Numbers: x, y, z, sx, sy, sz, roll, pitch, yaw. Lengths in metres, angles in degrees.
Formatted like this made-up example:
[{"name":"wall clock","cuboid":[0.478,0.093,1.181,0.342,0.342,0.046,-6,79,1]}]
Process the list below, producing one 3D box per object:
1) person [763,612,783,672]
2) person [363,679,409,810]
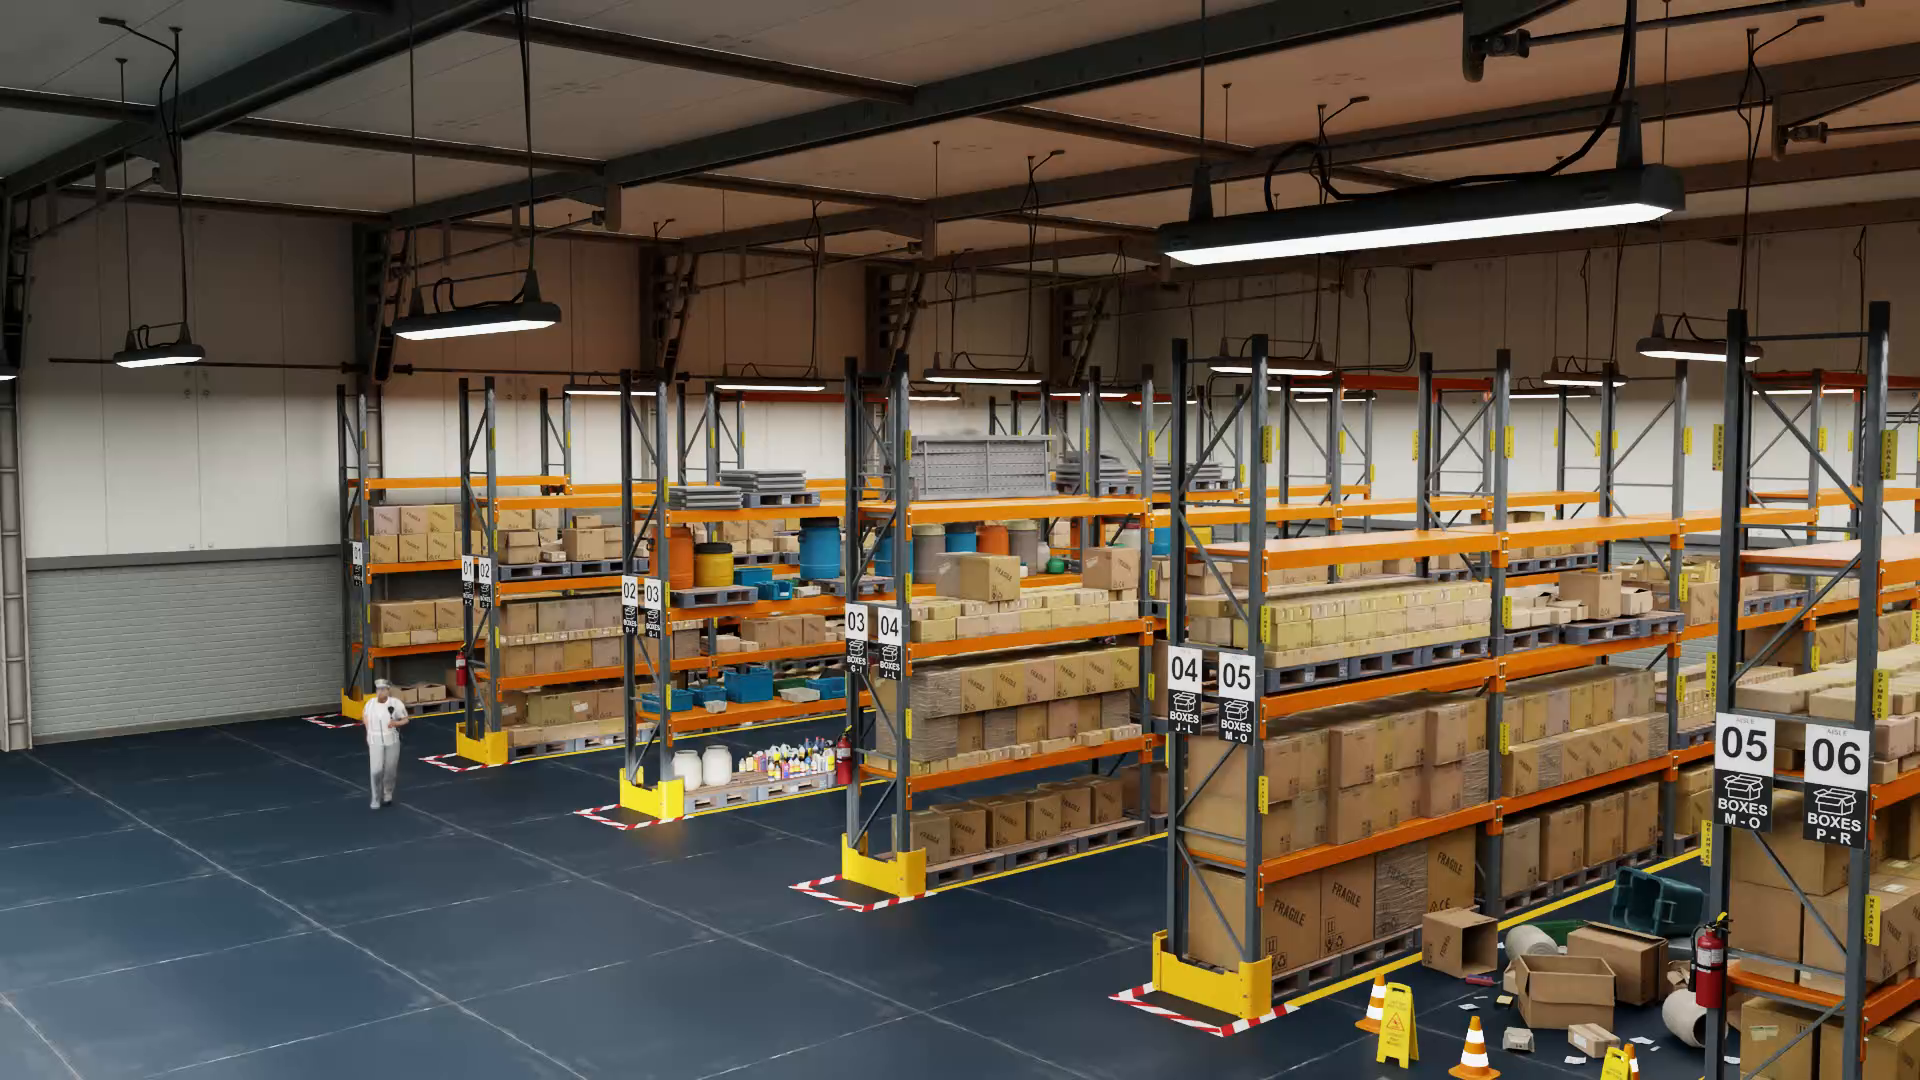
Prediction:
[{"name":"person","cuboid":[-3.536,2.197,31.741,0.722,1.757,0.835,3,5,41]},{"name":"person","cuboid":[-7.875,2.807,22.792,0.626,1.842,0.752,-1,4,-14]}]
